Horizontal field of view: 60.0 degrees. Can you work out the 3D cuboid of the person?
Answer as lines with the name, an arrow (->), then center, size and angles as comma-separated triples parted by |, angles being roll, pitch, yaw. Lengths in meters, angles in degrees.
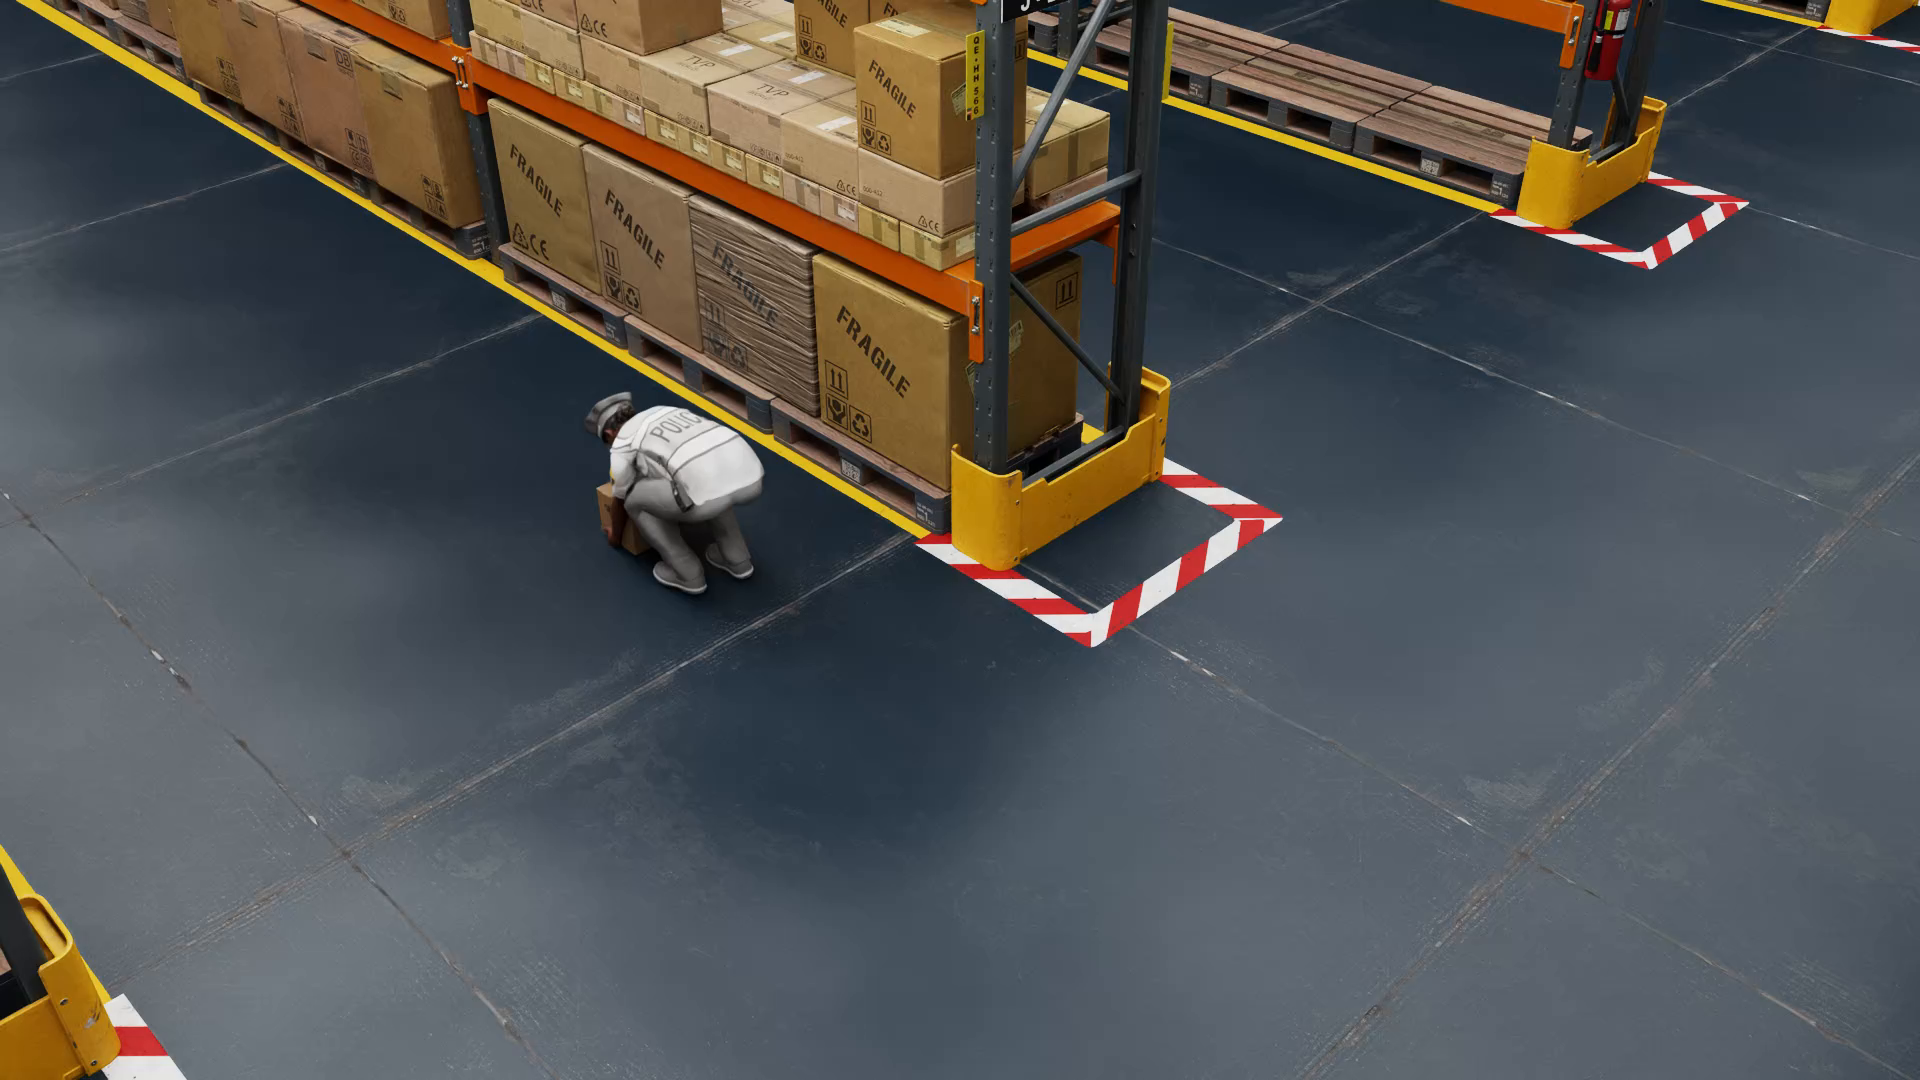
person -> -1.234, -0.202, 7.219 | 0.926, 0.791, 0.450 | 29, 45, 34
